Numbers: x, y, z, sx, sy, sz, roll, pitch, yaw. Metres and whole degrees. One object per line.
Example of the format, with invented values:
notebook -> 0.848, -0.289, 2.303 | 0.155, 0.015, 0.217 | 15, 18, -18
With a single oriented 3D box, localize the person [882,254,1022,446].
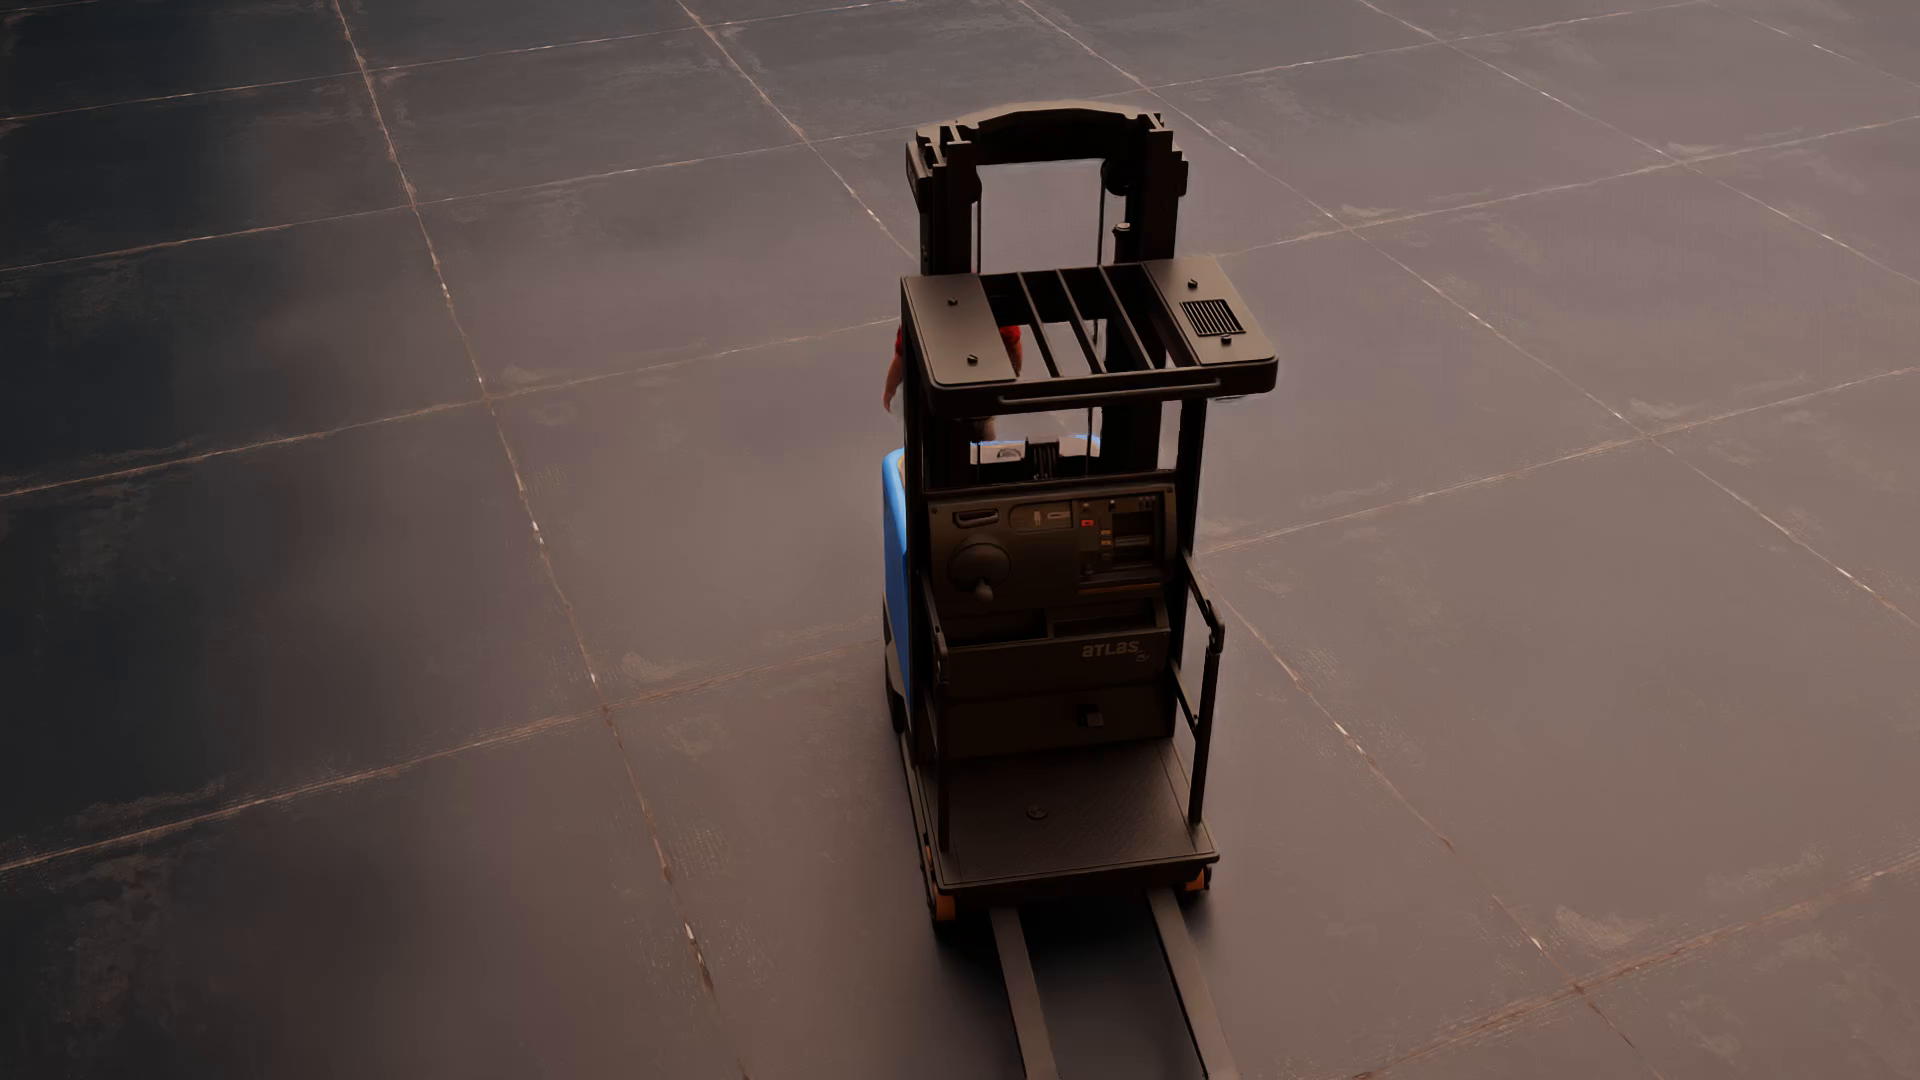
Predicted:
person -> -0.055, -0.768, 8.259 | 0.687, 1.711, 0.566 | -11, 37, -15

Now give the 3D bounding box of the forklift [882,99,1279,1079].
forklift -> 0.383, 0.075, 5.993 | 1.130, 2.935, 3.031 | -5, 36, -7
